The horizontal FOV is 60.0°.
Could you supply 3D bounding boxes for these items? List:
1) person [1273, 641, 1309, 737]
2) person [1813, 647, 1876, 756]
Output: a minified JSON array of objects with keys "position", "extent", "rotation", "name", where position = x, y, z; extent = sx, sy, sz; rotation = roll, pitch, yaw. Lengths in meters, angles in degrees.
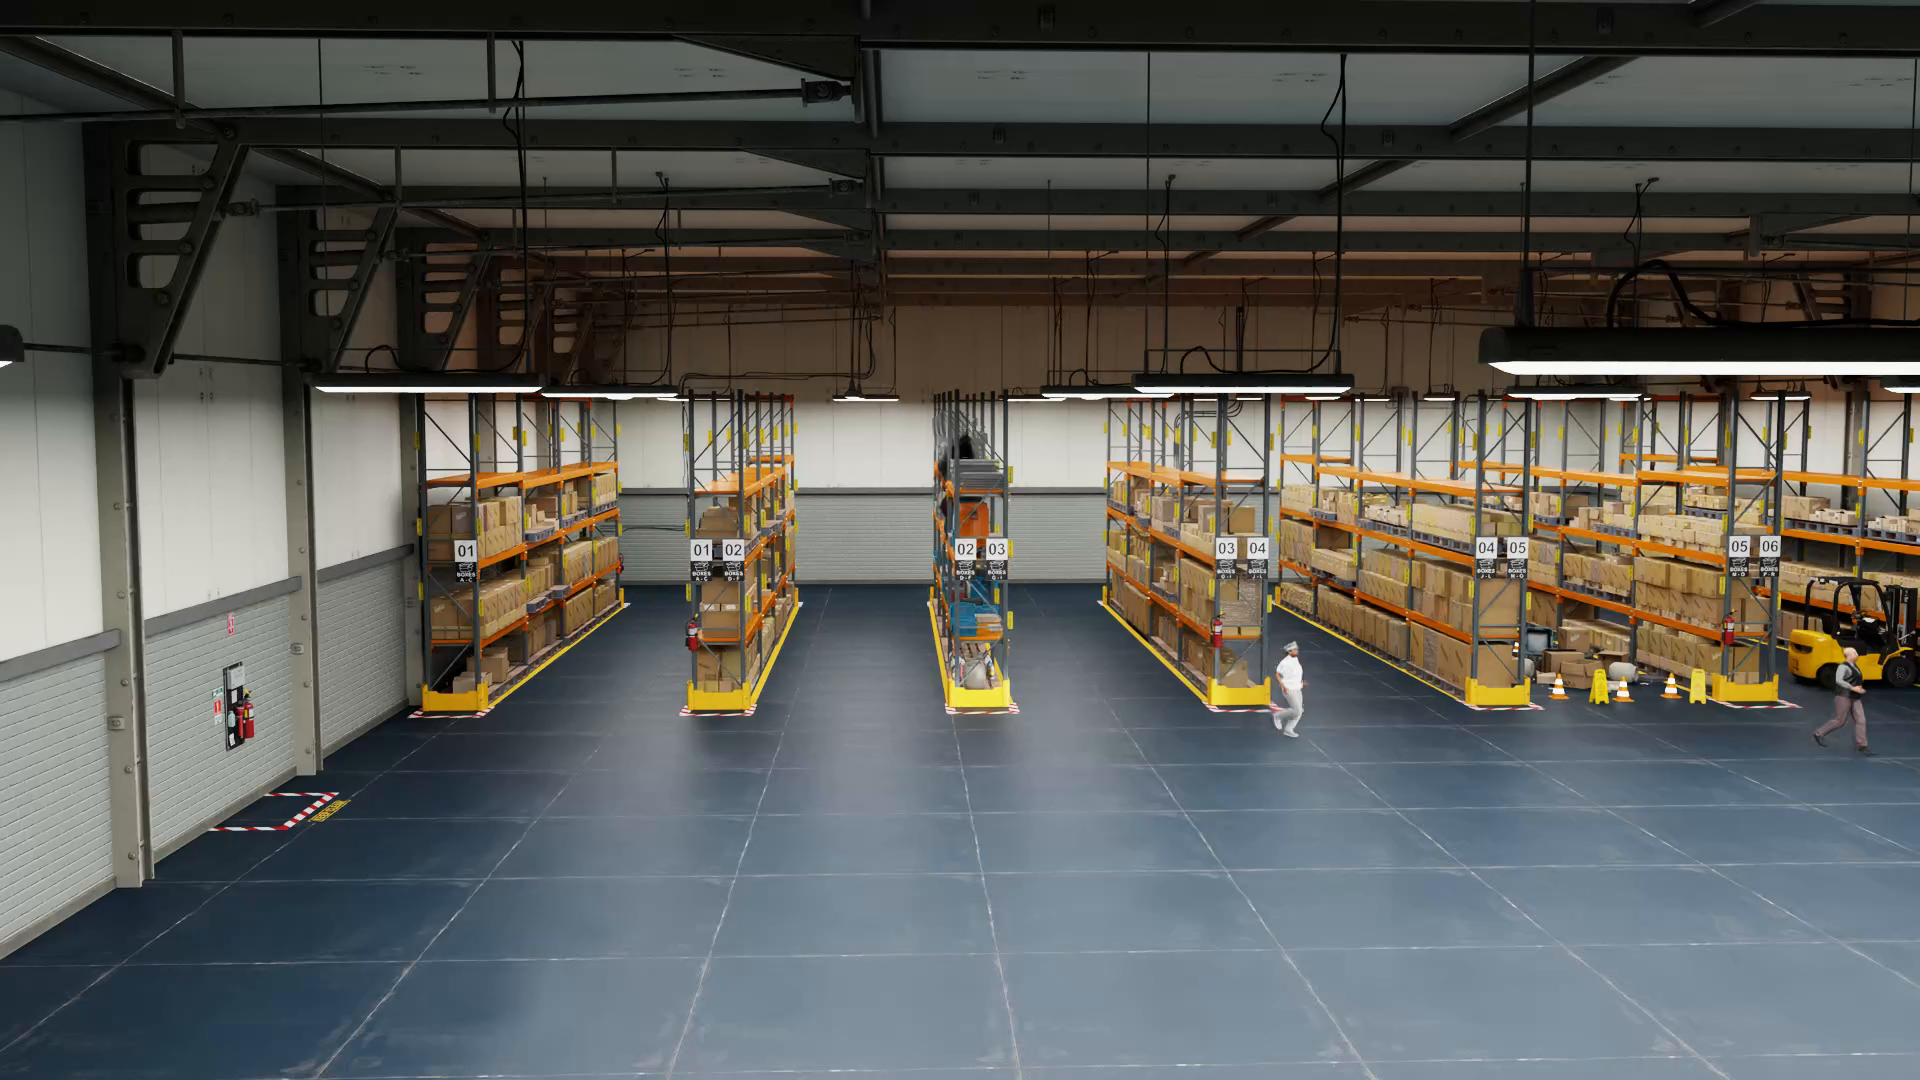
[{"position":[5.724,2.569,28.690],"extent":[0.564,1.656,0.588],"rotation":[4,6,40],"name":"person"},{"position":[14.628,2.626,27.360],"extent":[0.699,1.721,0.976],"rotation":[-4,6,-37],"name":"person"}]
